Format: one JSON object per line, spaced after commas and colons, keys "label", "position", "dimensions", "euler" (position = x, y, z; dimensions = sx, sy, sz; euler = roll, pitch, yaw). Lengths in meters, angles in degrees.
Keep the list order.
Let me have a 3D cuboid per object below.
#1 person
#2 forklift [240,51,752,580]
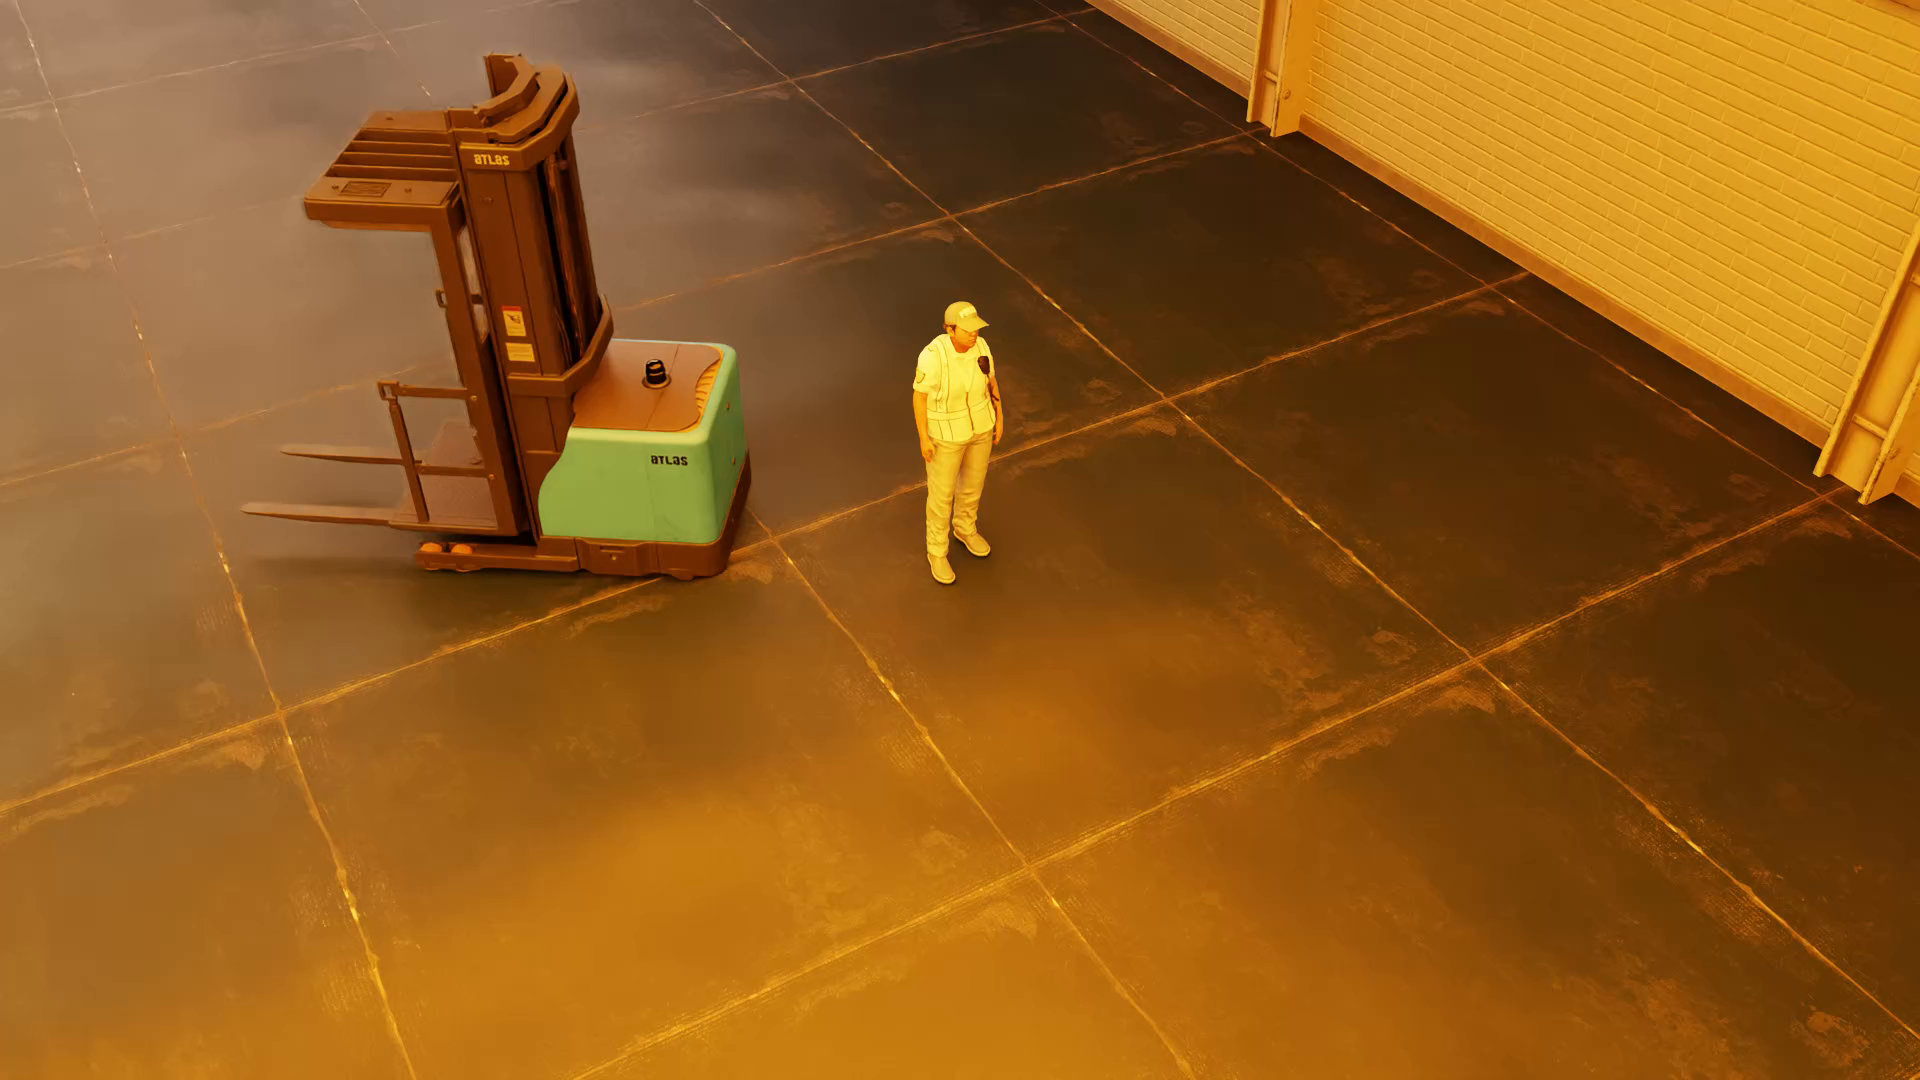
{"label": "person", "position": [0.019, -0.597, 9.736], "dimensions": [0.598, 1.670, 0.529], "euler": [-20, 44, -23]}
{"label": "forklift", "position": [-2.884, -1.268, 9.564], "dimensions": [3.031, 2.935, 1.130], "euler": [3, 40, 4]}
